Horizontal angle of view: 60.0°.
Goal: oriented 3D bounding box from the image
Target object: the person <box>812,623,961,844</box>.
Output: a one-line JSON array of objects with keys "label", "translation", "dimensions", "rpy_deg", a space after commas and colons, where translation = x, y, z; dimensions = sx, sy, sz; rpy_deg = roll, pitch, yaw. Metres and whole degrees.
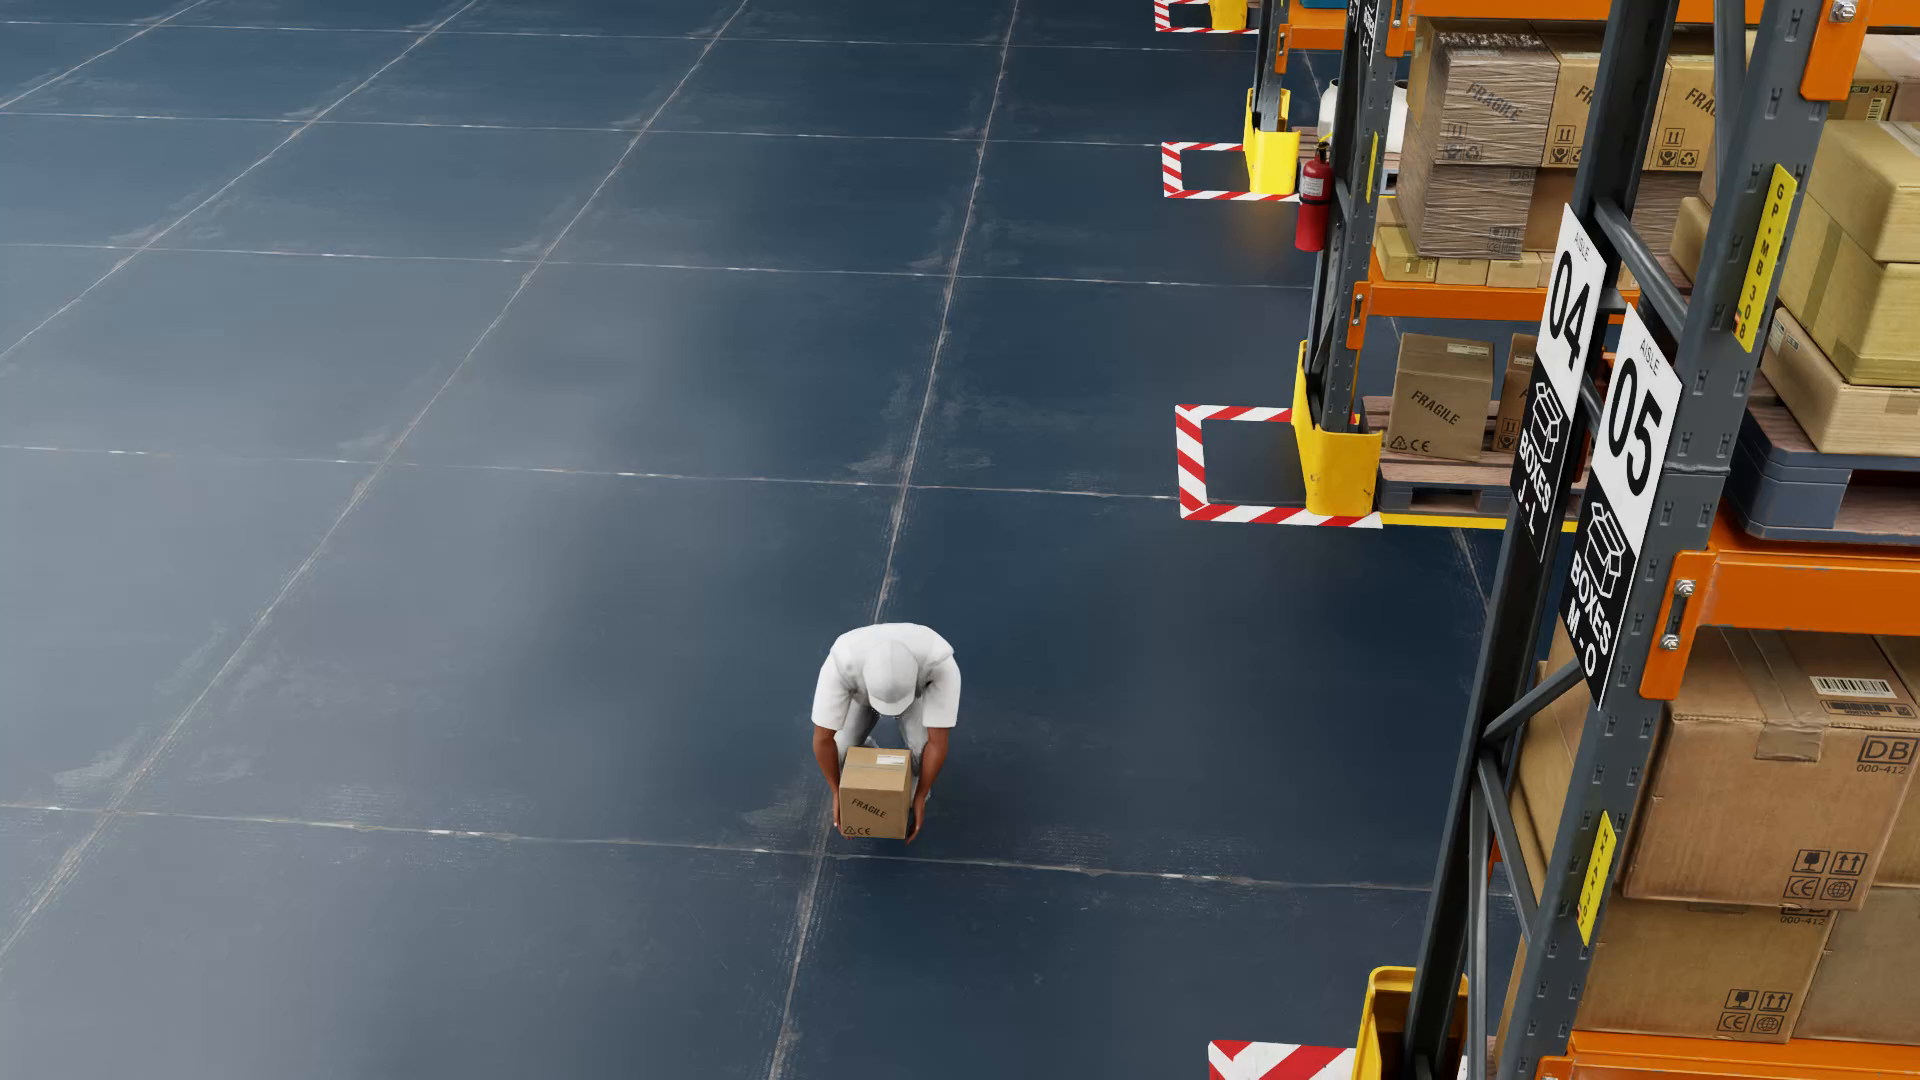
[{"label": "person", "translation": [-0.285, 0.678, 6.758], "dimensions": [0.586, 0.997, 0.888], "rpy_deg": [3, 32, 4]}]
